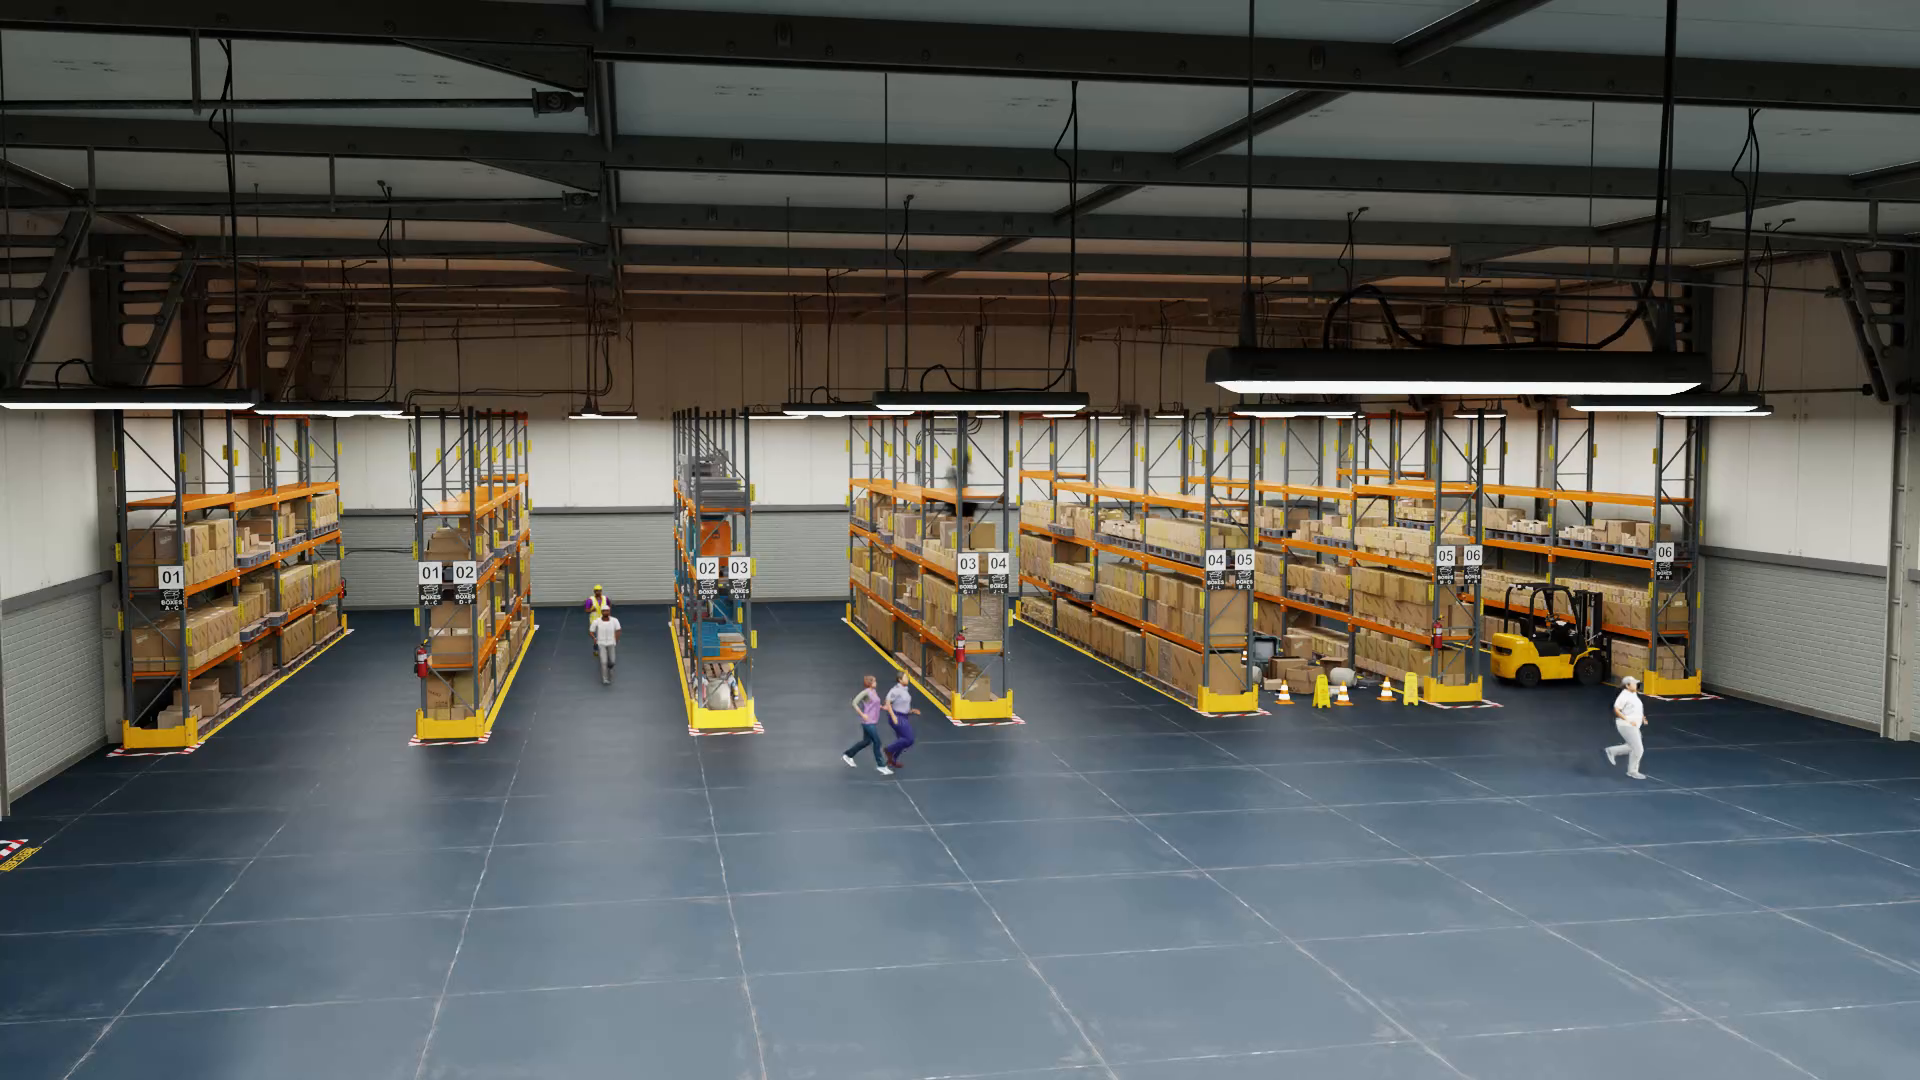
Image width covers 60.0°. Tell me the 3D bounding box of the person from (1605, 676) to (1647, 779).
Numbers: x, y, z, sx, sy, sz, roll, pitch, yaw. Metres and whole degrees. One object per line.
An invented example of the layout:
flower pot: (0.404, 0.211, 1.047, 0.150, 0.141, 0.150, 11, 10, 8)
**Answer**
person: (10.768, 3.013, 26.874, 0.648, 1.641, 0.608, 3, 5, 37)

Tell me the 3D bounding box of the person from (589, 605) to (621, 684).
person: (-7.767, 2.273, 36.435, 0.697, 1.717, 0.609, -1, 4, -19)

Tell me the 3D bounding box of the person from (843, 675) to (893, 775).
person: (-1.499, 2.989, 27.040, 0.875, 1.610, 0.539, 1, 4, 12)

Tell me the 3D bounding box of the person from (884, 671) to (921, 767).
person: (-0.949, 2.969, 27.507, 0.580, 1.598, 0.592, 1, 4, 13)

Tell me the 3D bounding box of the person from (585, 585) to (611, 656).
person: (-8.705, 1.994, 40.101, 0.673, 1.824, 0.713, -2, 4, -22)
